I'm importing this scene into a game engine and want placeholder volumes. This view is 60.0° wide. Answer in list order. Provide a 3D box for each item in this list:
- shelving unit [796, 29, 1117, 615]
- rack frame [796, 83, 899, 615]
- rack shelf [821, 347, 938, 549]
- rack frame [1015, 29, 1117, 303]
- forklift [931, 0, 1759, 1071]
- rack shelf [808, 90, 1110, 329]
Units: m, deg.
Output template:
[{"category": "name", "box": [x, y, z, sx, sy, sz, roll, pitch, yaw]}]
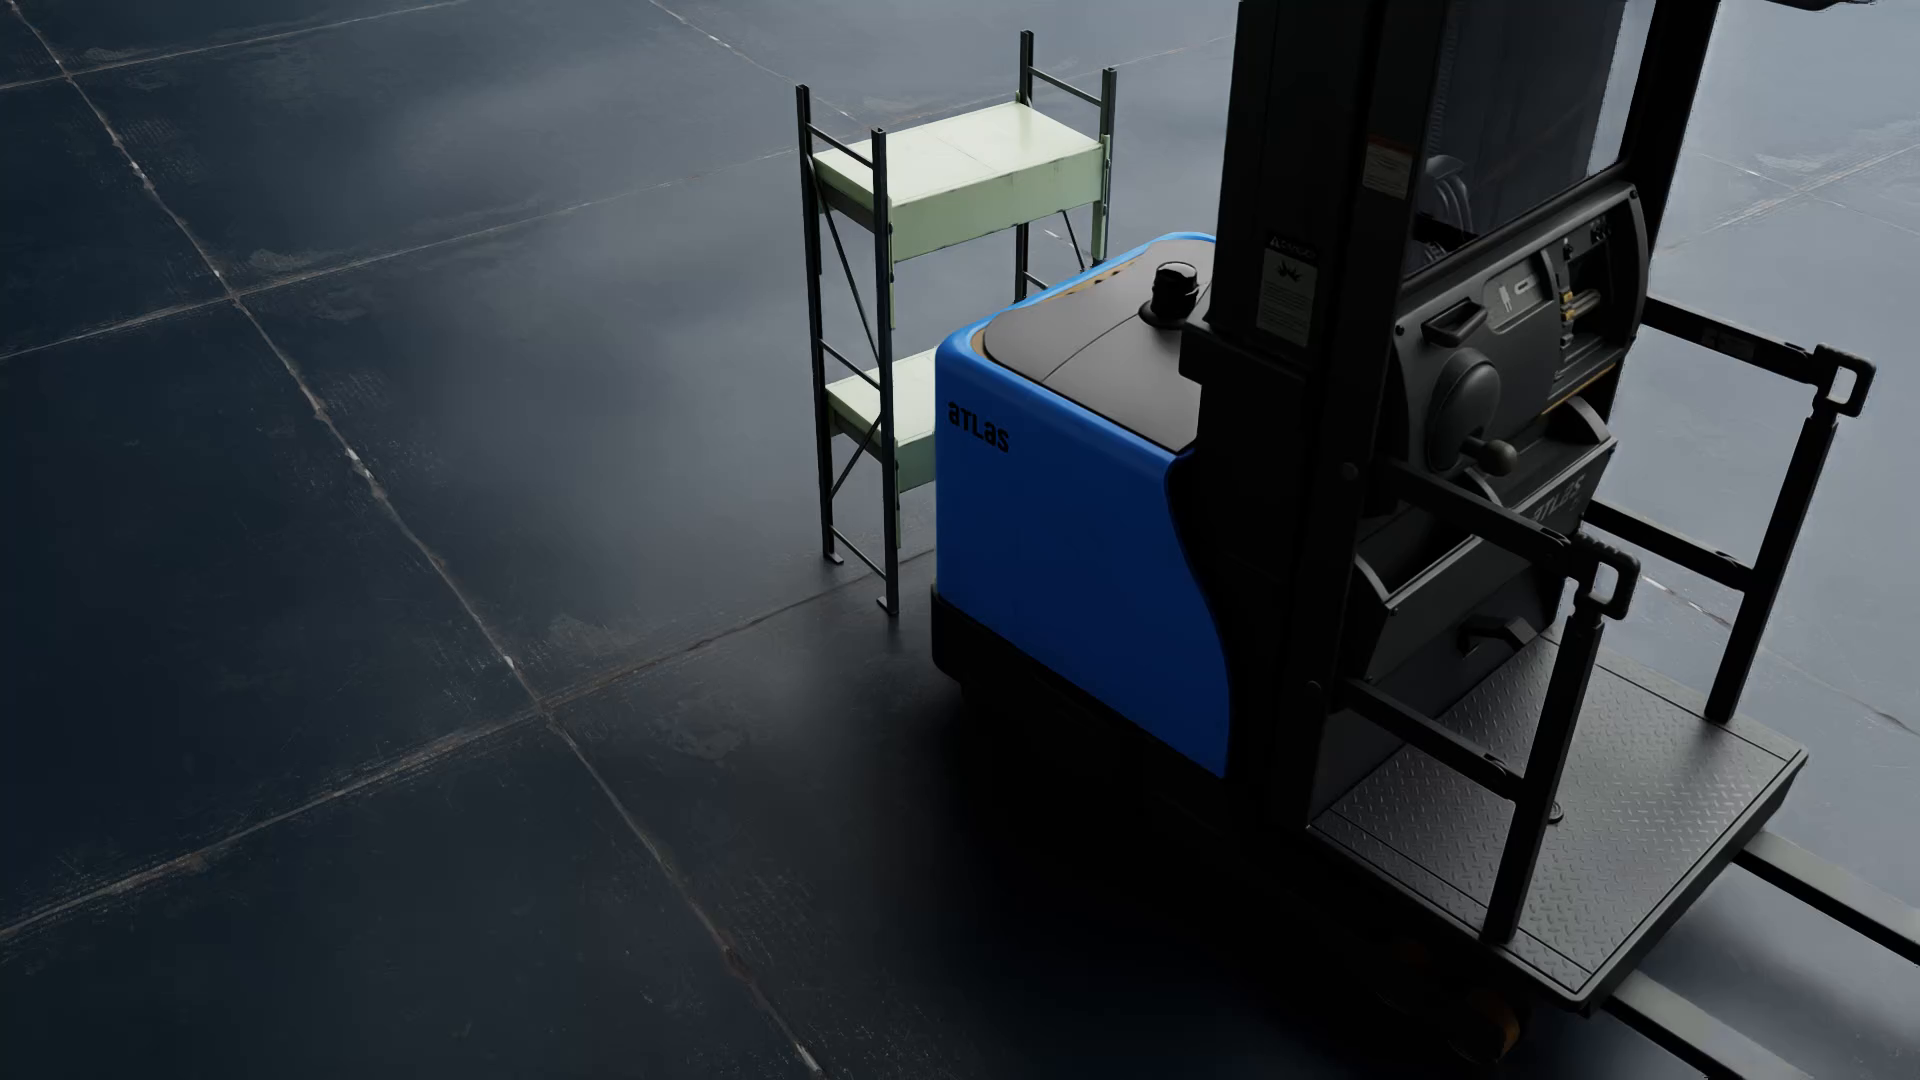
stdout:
[{"category": "shelving unit", "box": [-0.005, -0.607, 4.809, 0.755, 1.500, 0.431, -22, 41, -28]}, {"category": "rack frame", "box": [-0.305, -0.484, 4.638, 0.023, 1.500, 0.400, -22, 41, -28]}, {"category": "rack shelf", "box": [-0.005, -0.342, 4.999, 0.720, 0.370, 0.431, -22, 41, -28]}, {"category": "rack frame", "box": [0.294, -0.730, 4.980, 0.023, 1.500, 0.400, -22, 41, -28]}, {"category": "forklift", "box": [1.303, -0.385, 3.275, 1.130, 2.935, 3.031, -29, 45, -34]}, {"category": "rack shelf", "box": [-0.005, -0.923, 4.581, 0.720, 0.370, 0.431, -22, 41, -28]}]
